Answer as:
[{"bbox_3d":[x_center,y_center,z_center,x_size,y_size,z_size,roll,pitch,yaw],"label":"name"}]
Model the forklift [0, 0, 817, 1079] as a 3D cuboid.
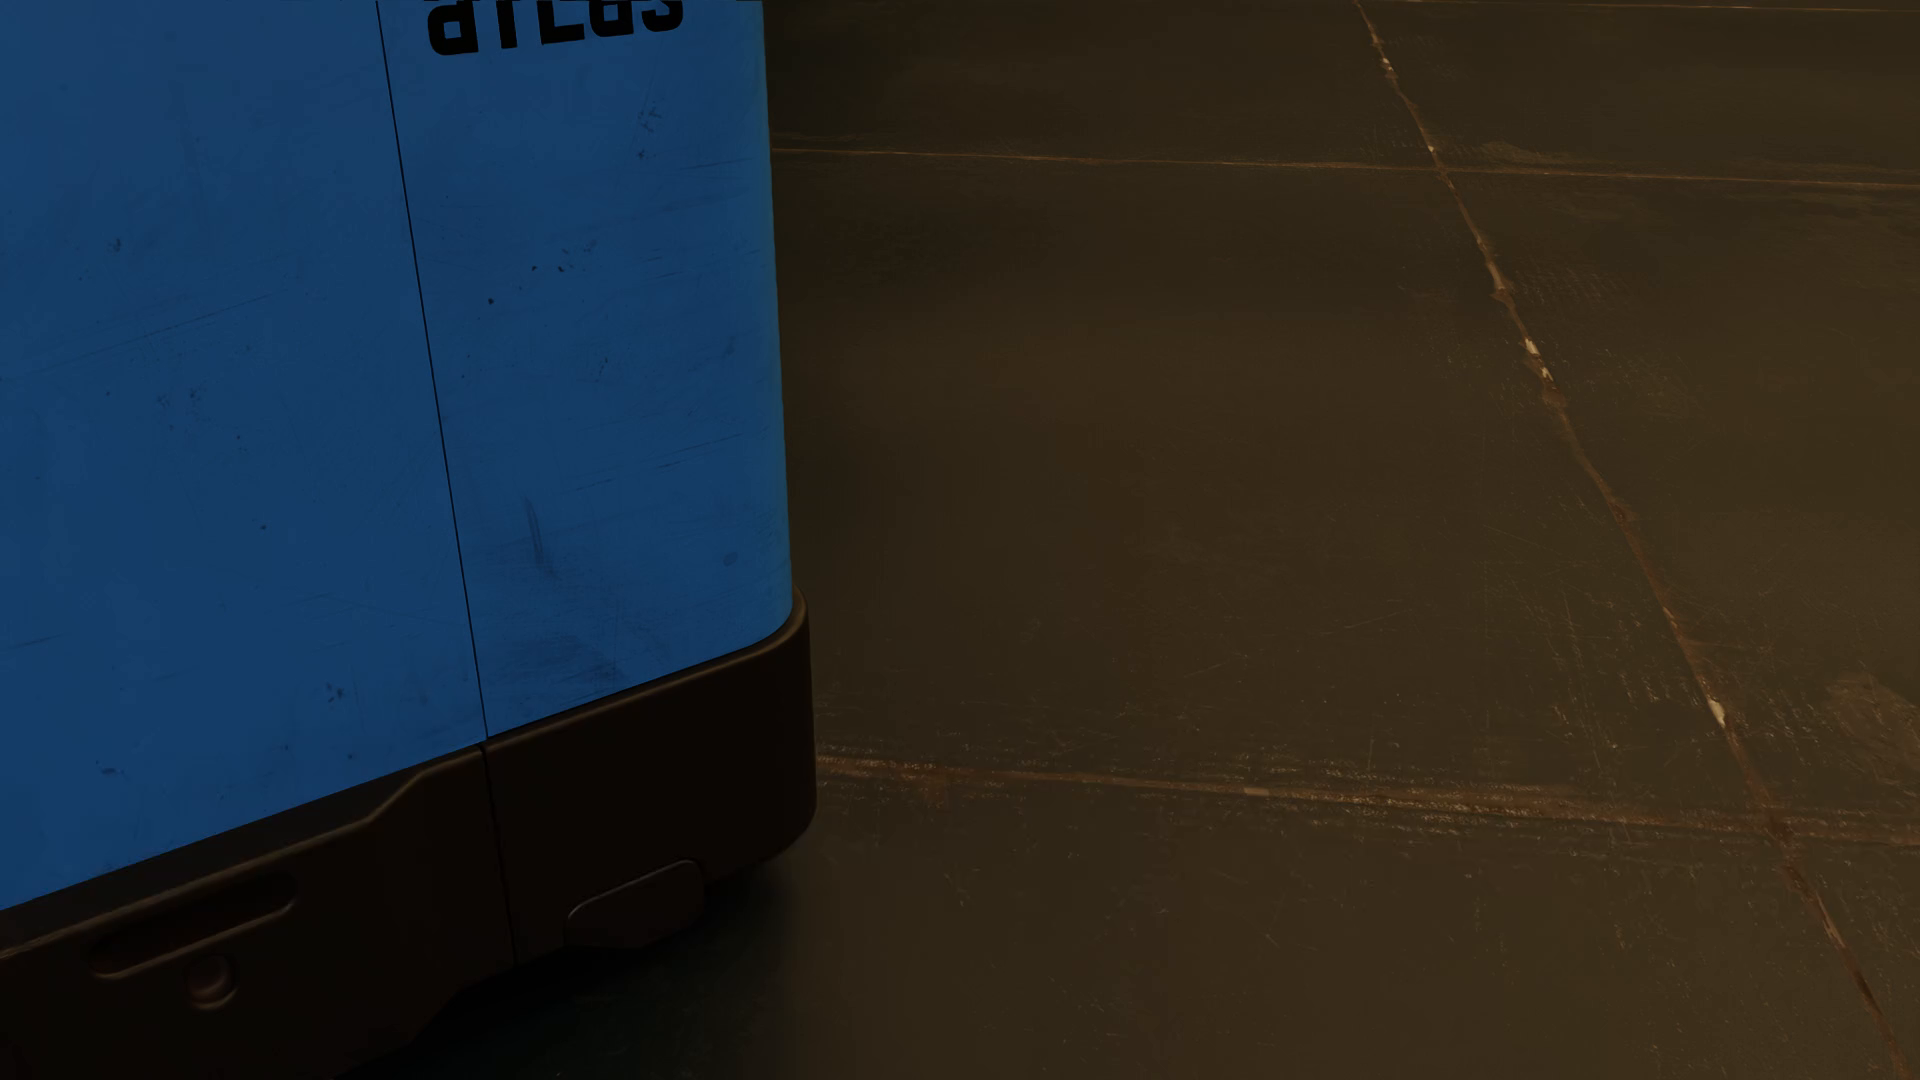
[{"bbox_3d":[-1.633,-0.731,0.681,3.031,2.935,1.130,-19,32,-33],"label":"forklift"}]
